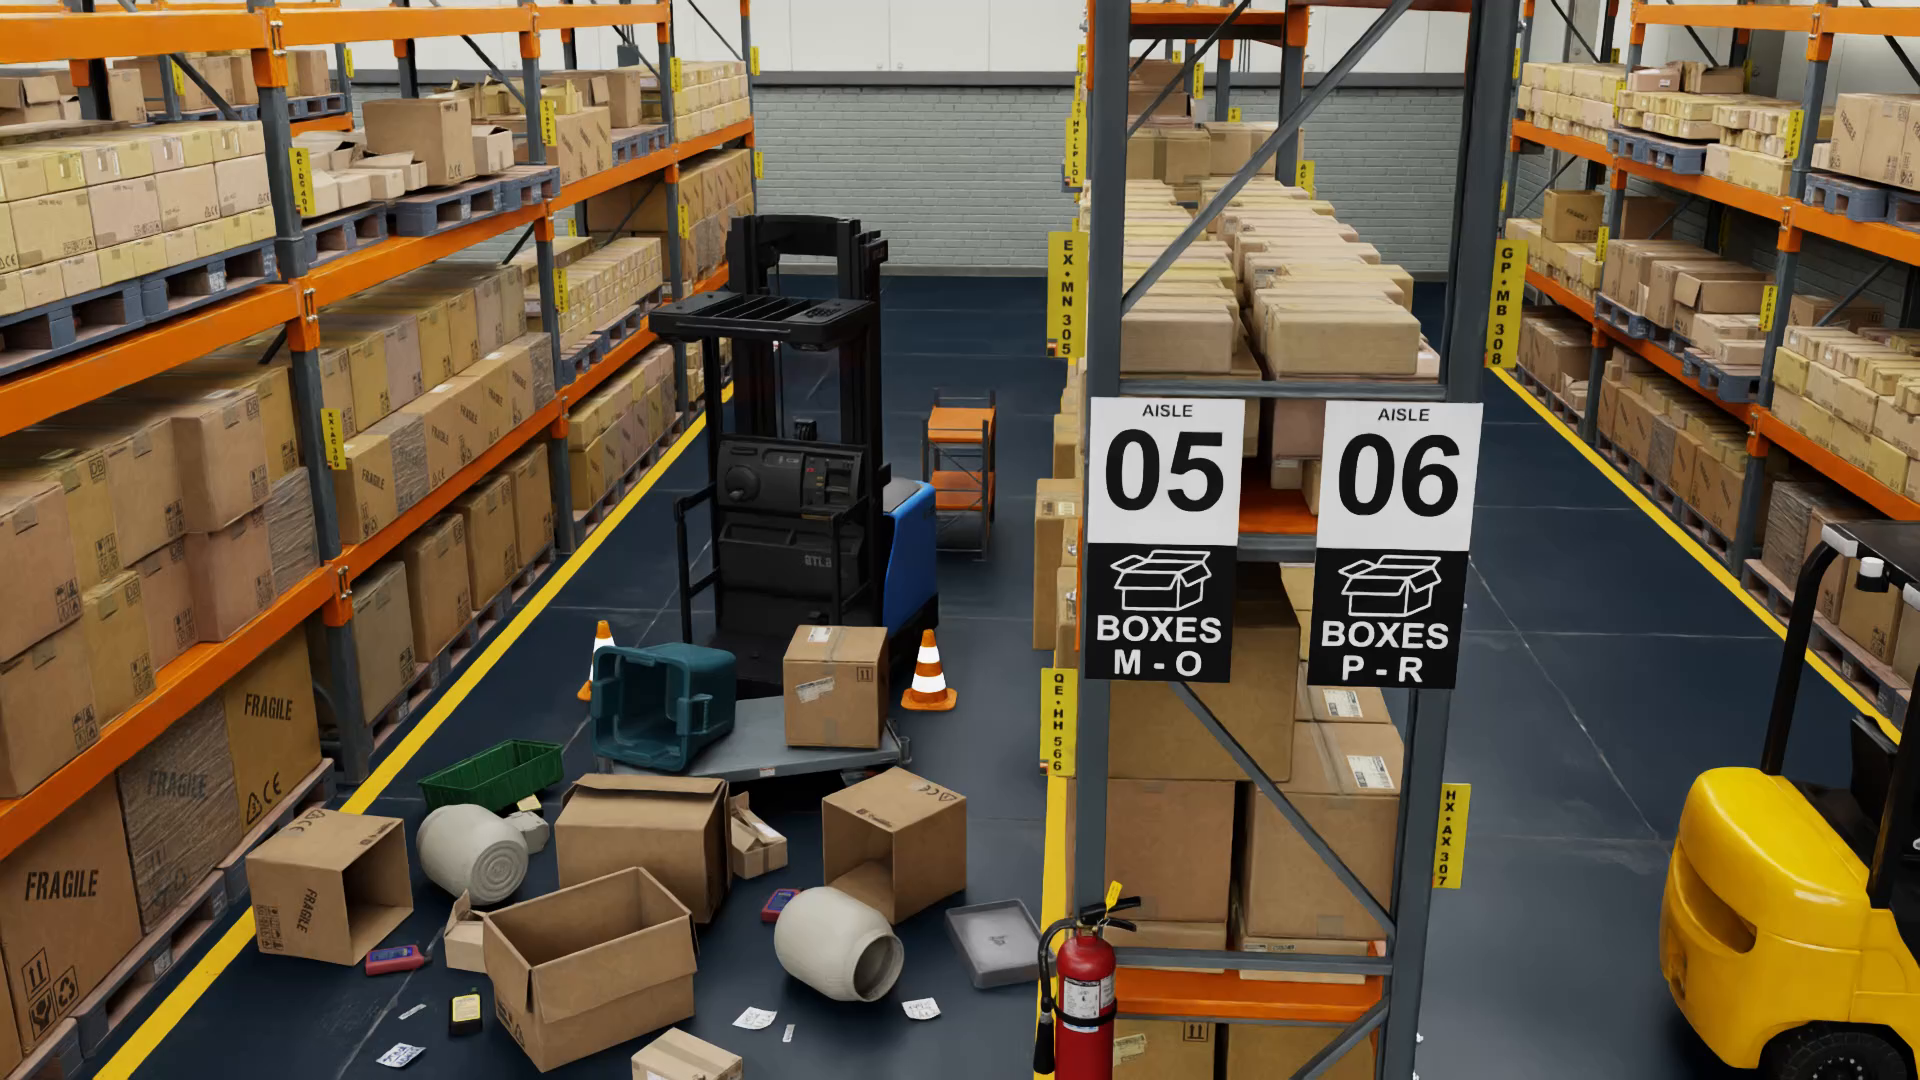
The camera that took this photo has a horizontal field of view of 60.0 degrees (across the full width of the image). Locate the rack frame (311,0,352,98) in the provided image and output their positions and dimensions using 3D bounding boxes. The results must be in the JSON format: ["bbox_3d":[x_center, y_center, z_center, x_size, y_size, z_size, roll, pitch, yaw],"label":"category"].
[{"bbox_3d":[-7.909,-6.809,19.752,1.000,3.000,0.127,1,18,4],"label":"rack frame"}]

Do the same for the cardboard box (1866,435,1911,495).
[{"bbox_3d":[5.968,-0.462,10.257,0.500,0.250,0.500,2,18,6],"label":"cardboard box"}]

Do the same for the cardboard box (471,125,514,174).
[{"bbox_3d":[-3.318,-2.631,11.125,0.500,0.311,0.500,1,18,4],"label":"cardboard box"}]

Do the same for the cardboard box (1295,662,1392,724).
[{"bbox_3d":[1.173,0.741,5.705,0.500,0.500,0.500,2,18,6],"label":"cardboard box"}]

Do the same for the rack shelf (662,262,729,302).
[{"bbox_3d":[-3.112,-2.853,18.469,1.077,0.370,4.000,1,18,4],"label":"rack shelf"}]

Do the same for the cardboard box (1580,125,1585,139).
[{"bbox_3d":[6.491,-4.127,16.788,0.380,0.149,0.250,2,18,6],"label":"cardboard box"}]

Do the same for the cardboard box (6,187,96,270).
[{"bbox_3d":[-3.718,-1.204,6.391,0.500,0.250,0.500,1,18,4],"label":"cardboard box"}]

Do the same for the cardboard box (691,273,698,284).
[{"bbox_3d":[-2.972,-2.785,17.510,0.380,0.149,0.250,0,18,1],"label":"cardboard box"}]

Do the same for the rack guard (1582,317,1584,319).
[{"bbox_3d":[6.922,-2.416,19.994,1.175,0.500,0.348,1,18,4],"label":"rack guard"}]

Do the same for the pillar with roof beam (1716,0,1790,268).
[{"bbox_3d":[3.295,-5.528,15.843,9.100,9.000,0.400,1,18,4],"label":"pillar with roof beam"}]

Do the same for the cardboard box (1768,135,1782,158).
[{"bbox_3d":[6.177,-2.882,12.185,0.380,0.149,0.250,1,18,3],"label":"cardboard box"}]

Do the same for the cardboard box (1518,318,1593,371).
[{"bbox_3d":[6.689,-2.187,18.620,0.700,0.500,0.500,2,18,6],"label":"cardboard box"}]

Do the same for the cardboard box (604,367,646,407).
[{"bbox_3d":[-3.131,-1.381,14.957,0.500,0.250,0.500,0,18,1],"label":"cardboard box"}]

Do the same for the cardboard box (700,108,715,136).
[{"bbox_3d":[-2.875,-4.383,17.406,0.500,0.250,0.500,2,18,6],"label":"cardboard box"}]

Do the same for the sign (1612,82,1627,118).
[{"bbox_3d":[6.098,-4.066,15.367,0.100,0.325,0.005,1,18,4],"label":"sign"}]

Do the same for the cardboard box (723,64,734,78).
[{"bbox_3d":[-2.743,-5.249,18.606,0.380,0.149,0.250,2,18,5],"label":"cardboard box"}]

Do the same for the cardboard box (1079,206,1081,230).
[{"bbox_3d":[1.371,-2.887,15.651,0.500,0.500,0.500,1,18,5],"label":"cardboard box"}]

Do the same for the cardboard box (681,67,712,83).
[{"bbox_3d":[-2.845,-4.929,17.628,0.380,0.149,0.250,1,18,2],"label":"cardboard box"}]

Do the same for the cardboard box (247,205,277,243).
[{"bbox_3d":[-3.536,-1.522,8.003,0.380,0.149,0.250,1,18,4],"label":"cardboard box"}]

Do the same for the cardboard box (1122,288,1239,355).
[{"bbox_3d":[0.615,-0.644,4.876,0.380,0.149,0.250,2,18,5],"label":"cardboard box"}]

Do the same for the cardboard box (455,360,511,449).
[{"bbox_3d":[-3.380,-0.923,11.263,0.500,0.500,0.500,1,18,3],"label":"cardboard box"}]

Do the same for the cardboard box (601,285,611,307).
[{"bbox_3d":[-3.216,-2.099,14.263,0.380,0.149,0.250,1,18,3],"label":"cardboard box"}]

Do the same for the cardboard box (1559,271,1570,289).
[{"bbox_3d":[6.439,-2.694,17.231,0.380,0.149,0.250,1,18,3],"label":"cardboard box"}]

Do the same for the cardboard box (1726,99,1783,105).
[{"bbox_3d":[6.591,-3.584,13.816,0.380,0.149,0.250,1,18,4],"label":"cardboard box"}]

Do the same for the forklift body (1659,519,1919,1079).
[{"bbox_3d":[4.096,1.115,6.565,2.313,2.155,1.214,1,18,4],"label":"forklift body"}]

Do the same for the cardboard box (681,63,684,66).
[{"bbox_3d":[-3.348,-5.341,18.885,0.380,0.149,0.250,1,18,4],"label":"cardboard box"}]

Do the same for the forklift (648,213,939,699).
[{"bbox_3d":[-1.100,-0.375,9.860,1.130,2.935,3.031,6,19,18],"label":"forklift"}]

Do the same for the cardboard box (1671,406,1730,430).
[{"bbox_3d":[6.259,-1.033,14.057,0.380,0.149,0.250,0,18,1],"label":"cardboard box"}]

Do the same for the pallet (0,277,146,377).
[{"bbox_3d":[-3.988,-0.841,6.497,1.003,0.211,1.213,1,18,4],"label":"pallet"}]

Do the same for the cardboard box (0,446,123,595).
[{"bbox_3d":[-4.019,-0.057,6.805,0.875,0.550,0.500,1,18,4],"label":"cardboard box"}]

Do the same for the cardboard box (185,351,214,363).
[{"bbox_3d":[-8.221,-1.707,16.552,1.225,0.875,0.875,1,18,4],"label":"cardboard box"}]

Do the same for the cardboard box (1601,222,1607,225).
[{"bbox_3d":[7.159,-3.549,19.200,0.500,0.250,0.500,2,18,6],"label":"cardboard box"}]

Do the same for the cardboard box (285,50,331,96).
[{"bbox_3d":[-7.892,-5.516,19.626,0.700,0.500,0.500,0,18,1],"label":"cardboard box"}]

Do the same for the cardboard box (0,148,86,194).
[{"bbox_3d":[-3.646,-1.429,6.438,0.380,0.149,0.250,2,18,5],"label":"cardboard box"}]

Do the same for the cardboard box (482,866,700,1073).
[{"bbox_3d":[-1.570,1.816,7.072,0.797,0.503,0.637,-13,22,-34],"label":"cardboard box"}]

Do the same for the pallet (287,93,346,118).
[{"bbox_3d":[-7.951,-5.111,19.529,1.003,0.211,1.213,1,18,4],"label":"pallet"}]

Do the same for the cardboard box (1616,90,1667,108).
[{"bbox_3d":[6.181,-3.997,15.077,0.380,0.149,0.250,2,18,6],"label":"cardboard box"}]

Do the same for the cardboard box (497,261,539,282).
[{"bbox_3d":[-3.850,-2.339,14.519,0.380,0.149,0.250,2,18,6],"label":"cardboard box"}]

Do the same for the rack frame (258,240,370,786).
[{"bbox_3d":[-3.829,-0.089,8.879,1.000,3.000,0.127,1,18,4],"label":"rack frame"}]

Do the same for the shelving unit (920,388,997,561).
[{"bbox_3d":[0.000,-0.537,13.254,0.538,1.125,1.048,1,18,4],"label":"shelving unit"}]

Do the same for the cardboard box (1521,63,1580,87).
[{"bbox_3d":[6.645,-5.228,18.705,0.500,0.250,0.500,1,18,3],"label":"cardboard box"}]

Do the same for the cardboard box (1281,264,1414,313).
[{"bbox_3d":[1.232,-0.790,5.322,0.380,0.149,0.250,1,18,4],"label":"cardboard box"}]

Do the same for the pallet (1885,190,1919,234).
[{"bbox_3d":[6.317,-1.918,9.947,1.003,0.211,1.213,2,18,6],"label":"pallet"}]

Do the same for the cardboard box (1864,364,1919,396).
[{"bbox_3d":[5.955,-1.005,10.471,0.380,0.149,0.250,2,18,5],"label":"cardboard box"}]

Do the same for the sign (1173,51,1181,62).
[{"bbox_3d":[2.516,-5.529,19.368,0.100,0.325,0.005,1,18,4],"label":"sign"}]

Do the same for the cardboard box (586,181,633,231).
[{"bbox_3d":[-3.492,-3.390,16.708,0.500,0.500,0.500,1,18,2],"label":"cardboard box"}]

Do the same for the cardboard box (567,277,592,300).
[{"bbox_3d":[-3.258,-2.076,13.714,0.380,0.149,0.250,1,18,2],"label":"cardboard box"}]

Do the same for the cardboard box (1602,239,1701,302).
[{"bbox_3d":[6.382,-2.487,15.361,0.700,0.500,0.500,2,18,5],"label":"cardboard box"}]

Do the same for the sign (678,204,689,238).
[{"bbox_3d":[-2.702,-3.113,16.247,0.100,0.325,0.005,1,18,4],"label":"sign"}]

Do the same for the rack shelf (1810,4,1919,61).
[{"bbox_3d":[6.210,-2.841,9.438,1.077,0.370,4.000,1,18,4],"label":"rack shelf"}]

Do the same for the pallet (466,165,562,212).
[{"bbox_3d":[-3.535,-2.466,11.618,1.213,0.211,1.003,2,18,6],"label":"pallet"}]

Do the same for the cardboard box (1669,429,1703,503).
[{"bbox_3d":[6.251,-0.609,13.803,0.500,0.500,0.500,2,18,6],"label":"cardboard box"}]

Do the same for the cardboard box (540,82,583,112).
[{"bbox_3d":[-3.222,-3.528,13.166,0.396,0.266,0.258,1,18,4],"label":"cardboard box"}]

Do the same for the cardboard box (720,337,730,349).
[{"bbox_3d":[-2.819,-2.230,18.839,0.380,0.149,0.250,2,18,7],"label":"cardboard box"}]

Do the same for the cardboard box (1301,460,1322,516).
[{"bbox_3d":[1.176,-0.170,4.710,0.380,0.149,0.250,1,18,4],"label":"cardboard box"}]

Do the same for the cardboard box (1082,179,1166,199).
[{"bbox_3d":[0.767,-1.605,7.809,0.380,0.149,0.250,1,18,3],"label":"cardboard box"}]

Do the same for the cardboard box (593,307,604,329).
[{"bbox_3d":[-3.236,-1.880,14.072,0.380,0.149,0.250,2,18,6],"label":"cardboard box"}]
